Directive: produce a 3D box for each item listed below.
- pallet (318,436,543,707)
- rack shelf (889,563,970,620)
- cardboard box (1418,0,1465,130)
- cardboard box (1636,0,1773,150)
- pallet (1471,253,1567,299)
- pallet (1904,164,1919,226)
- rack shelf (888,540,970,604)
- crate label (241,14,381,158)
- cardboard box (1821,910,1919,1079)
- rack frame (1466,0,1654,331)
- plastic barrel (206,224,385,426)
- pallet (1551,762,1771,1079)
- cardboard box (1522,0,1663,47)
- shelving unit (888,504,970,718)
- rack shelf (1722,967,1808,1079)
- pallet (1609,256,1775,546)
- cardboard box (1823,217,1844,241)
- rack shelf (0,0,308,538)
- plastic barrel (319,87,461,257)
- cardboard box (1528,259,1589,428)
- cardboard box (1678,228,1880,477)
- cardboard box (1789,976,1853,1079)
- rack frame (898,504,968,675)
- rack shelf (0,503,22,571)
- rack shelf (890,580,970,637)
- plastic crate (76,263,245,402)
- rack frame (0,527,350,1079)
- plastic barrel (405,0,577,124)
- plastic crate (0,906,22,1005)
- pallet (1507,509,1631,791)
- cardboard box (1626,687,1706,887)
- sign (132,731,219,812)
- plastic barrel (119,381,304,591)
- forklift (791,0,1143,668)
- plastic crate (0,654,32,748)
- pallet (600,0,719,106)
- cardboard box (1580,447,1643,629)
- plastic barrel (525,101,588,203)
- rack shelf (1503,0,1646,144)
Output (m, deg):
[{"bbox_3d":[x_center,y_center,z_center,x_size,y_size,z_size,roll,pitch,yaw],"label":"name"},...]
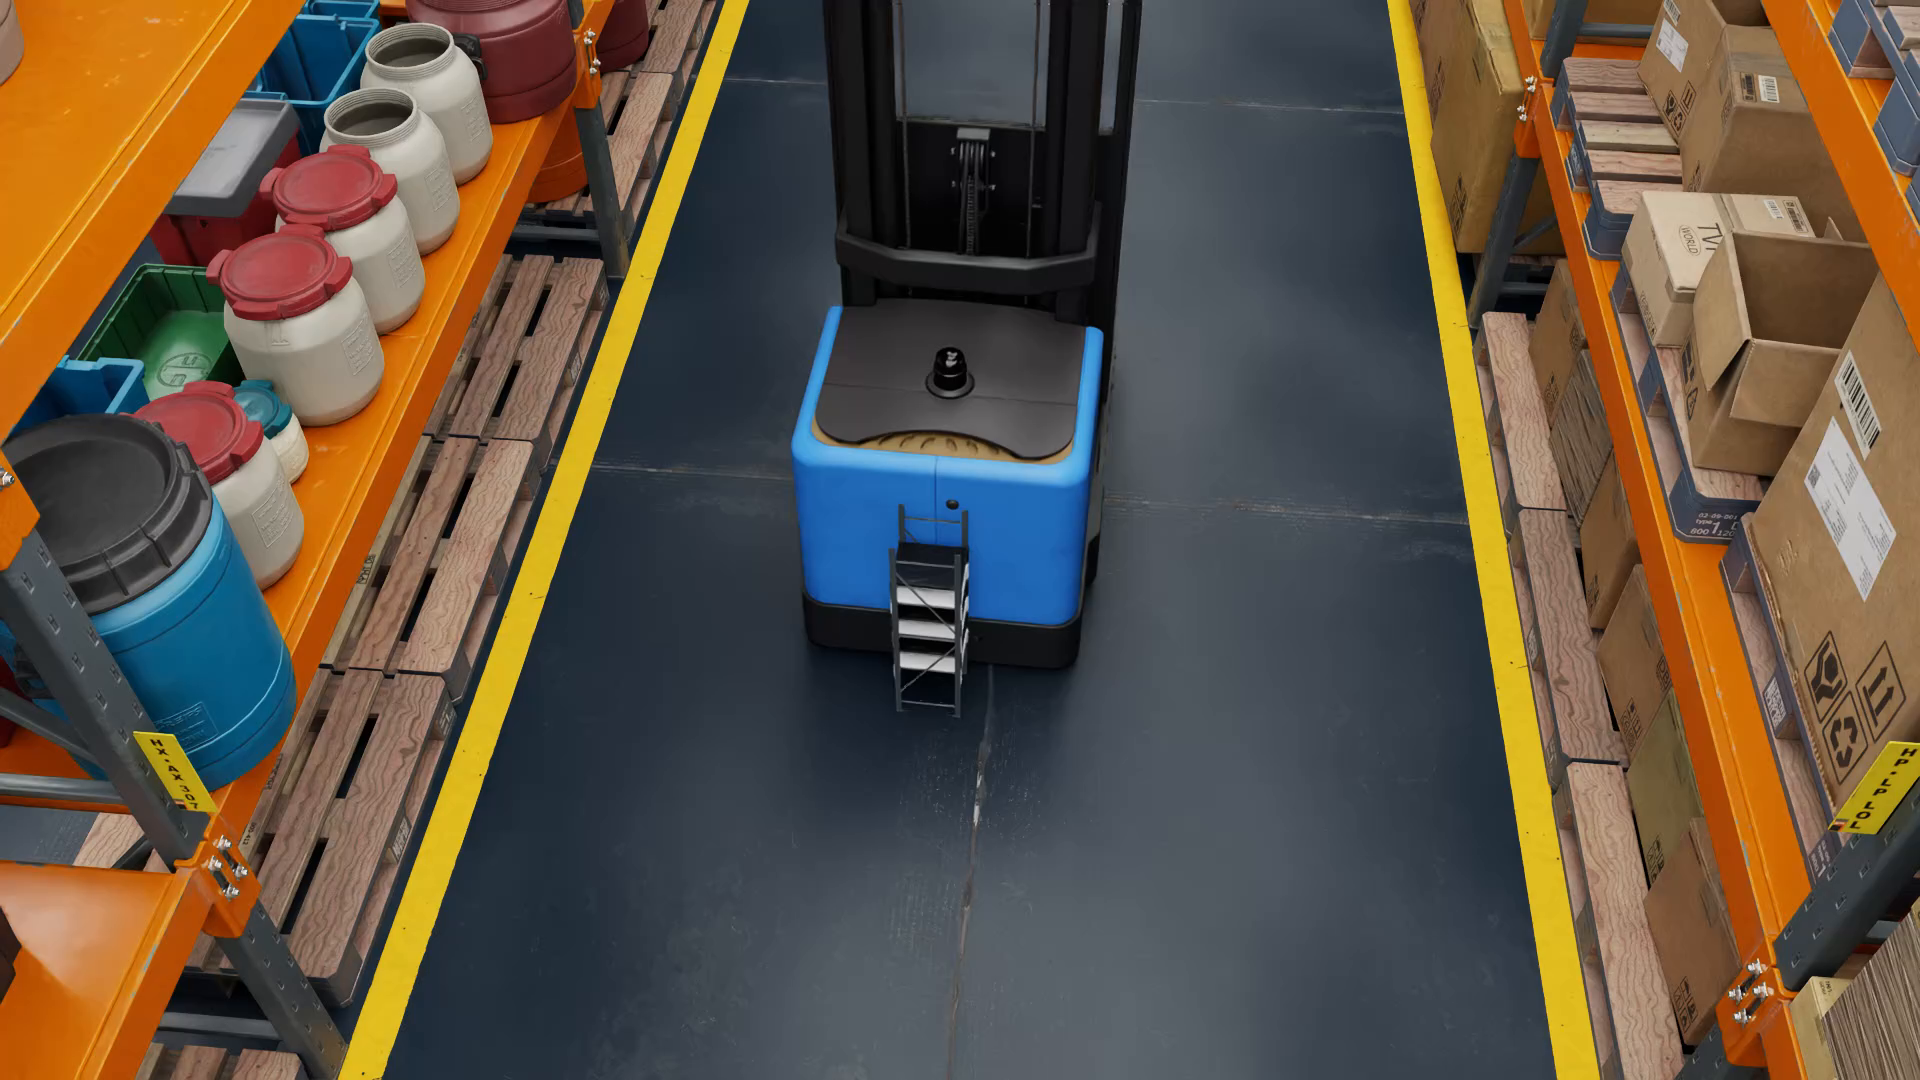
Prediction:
[{"bbox_3d":[-2.307,0.077,6.563,1.003,0.211,1.213,4,48,4],"label":"pallet"},{"bbox_3d":[-0.105,0.169,5.812,0.258,0.077,0.200,5,48,5],"label":"rack shelf"},{"bbox_3d":[3.020,-2.577,8.255,1.225,0.875,0.875,4,48,4],"label":"cardboard box"},{"bbox_3d":[2.839,-1.768,6.008,0.500,0.500,0.500,-1,48,-1],"label":"cardboard box"},{"bbox_3d":[2.995,-1.625,8.119,1.003,0.211,1.213,4,48,4],"label":"pallet"},{"bbox_3d":[2.646,-0.448,3.247,1.213,0.211,1.003,4,48,4],"label":"pallet"},{"bbox_3d":[-0.105,0.109,5.746,0.258,0.077,0.200,5,48,5],"label":"rack shelf"},{"bbox_3d":[-2.444,-1.625,6.206,0.502,0.435,0.616,4,48,4],"label":"crate label"},{"bbox_3d":[2.381,1.140,3.431,0.875,0.500,0.500,4,48,4],"label":"cardboard box"},{"bbox_3d":[2.848,-1.992,6.565,1.000,3.000,0.127,4,48,4],"label":"rack frame"},{"bbox_3d":[-2.076,-0.659,5.254,0.433,0.535,0.433,0,48,0],"label":"plastic barrel"},{"bbox_3d":[2.553,1.316,5.429,1.003,0.211,1.213,4,48,4],"label":"pallet"},{"bbox_3d":[2.646,-2.405,6.875,0.500,0.500,0.500,5,48,5],"label":"cardboard box"},{"bbox_3d":[-0.105,0.268,5.921,0.258,0.900,0.210,5,48,5],"label":"shelving unit"},{"bbox_3d":[2.301,2.660,2.798,1.077,0.370,4.000,4,48,4],"label":"rack shelf"},{"bbox_3d":[2.708,-0.470,5.303,1.003,0.211,1.213,4,48,4],"label":"pallet"},{"bbox_3d":[2.965,-0.845,5.322,0.396,0.266,0.258,3,48,2],"label":"cardboard box"},{"bbox_3d":[-2.267,-1.625,4.684,1.077,0.370,4.000,4,48,4],"label":"rack shelf"},{"bbox_3d":[-2.004,-1.283,5.841,0.421,0.512,0.421,0,48,0],"label":"plastic barrel"},{"bbox_3d":[2.807,-0.803,6.874,0.700,0.500,0.500,2,48,1],"label":"cardboard box"},{"bbox_3d":[2.549,-0.509,4.854,0.797,0.503,0.637,8,48,8],"label":"cardboard box"},{"bbox_3d":[2.164,1.170,3.843,0.380,0.149,0.250,4,48,4],"label":"cardboard box"},{"bbox_3d":[-0.092,0.194,5.989,0.240,0.900,0.006,5,48,5],"label":"rack frame"},{"bbox_3d":[-2.631,1.314,1.996,1.077,0.370,4.000,4,48,4],"label":"rack shelf"},{"bbox_3d":[-0.105,0.230,5.879,0.258,0.077,0.200,5,48,5],"label":"rack shelf"},{"bbox_3d":[-2.571,-0.613,5.447,0.450,0.188,0.662,4,48,4],"label":"plastic crate"},{"bbox_3d":[-2.449,0.614,4.181,1.000,3.000,0.127,4,48,4],"label":"rack frame"},{"bbox_3d":[-1.825,-2.010,6.489,0.600,0.536,0.708,4,48,4],"label":"plastic barrel"},{"bbox_3d":[-2.623,1.011,3.860,0.767,0.338,0.504,4,48,4],"label":"plastic crate"},{"bbox_3d":[2.662,0.417,6.251,1.003,0.211,1.213,4,48,4],"label":"pallet"},{"bbox_3d":[2.623,0.844,5.367,0.700,0.500,0.500,4,48,3],"label":"cardboard box"},{"bbox_3d":[-1.902,0.566,4.038,0.100,0.325,0.005,4,48,4],"label":"sign"},{"bbox_3d":[-2.143,-0.120,4.761,0.433,0.535,0.433,0,48,0],"label":"plastic barrel"},{"bbox_3d":[0.107,-1.607,6.259,1.130,2.935,3.031,5,48,5],"label":"forklift"},{"bbox_3d":[-2.710,0.216,4.502,0.402,0.464,0.583,4,48,4],"label":"plastic crate"},{"bbox_3d":[-1.940,-2.860,9.249,1.003,0.211,1.213,4,48,4],"label":"pallet"},{"bbox_3d":[2.724,0.022,6.118,0.700,0.500,0.500,7,48,7],"label":"cardboard box"},{"bbox_3d":[-2.057,-2.095,7.845,0.600,0.830,0.708,4,48,4],"label":"plastic barrel"},{"bbox_3d":[3.030,-3.219,8.175,1.077,0.370,4.000,4,48,4],"label":"rack shelf"}]
